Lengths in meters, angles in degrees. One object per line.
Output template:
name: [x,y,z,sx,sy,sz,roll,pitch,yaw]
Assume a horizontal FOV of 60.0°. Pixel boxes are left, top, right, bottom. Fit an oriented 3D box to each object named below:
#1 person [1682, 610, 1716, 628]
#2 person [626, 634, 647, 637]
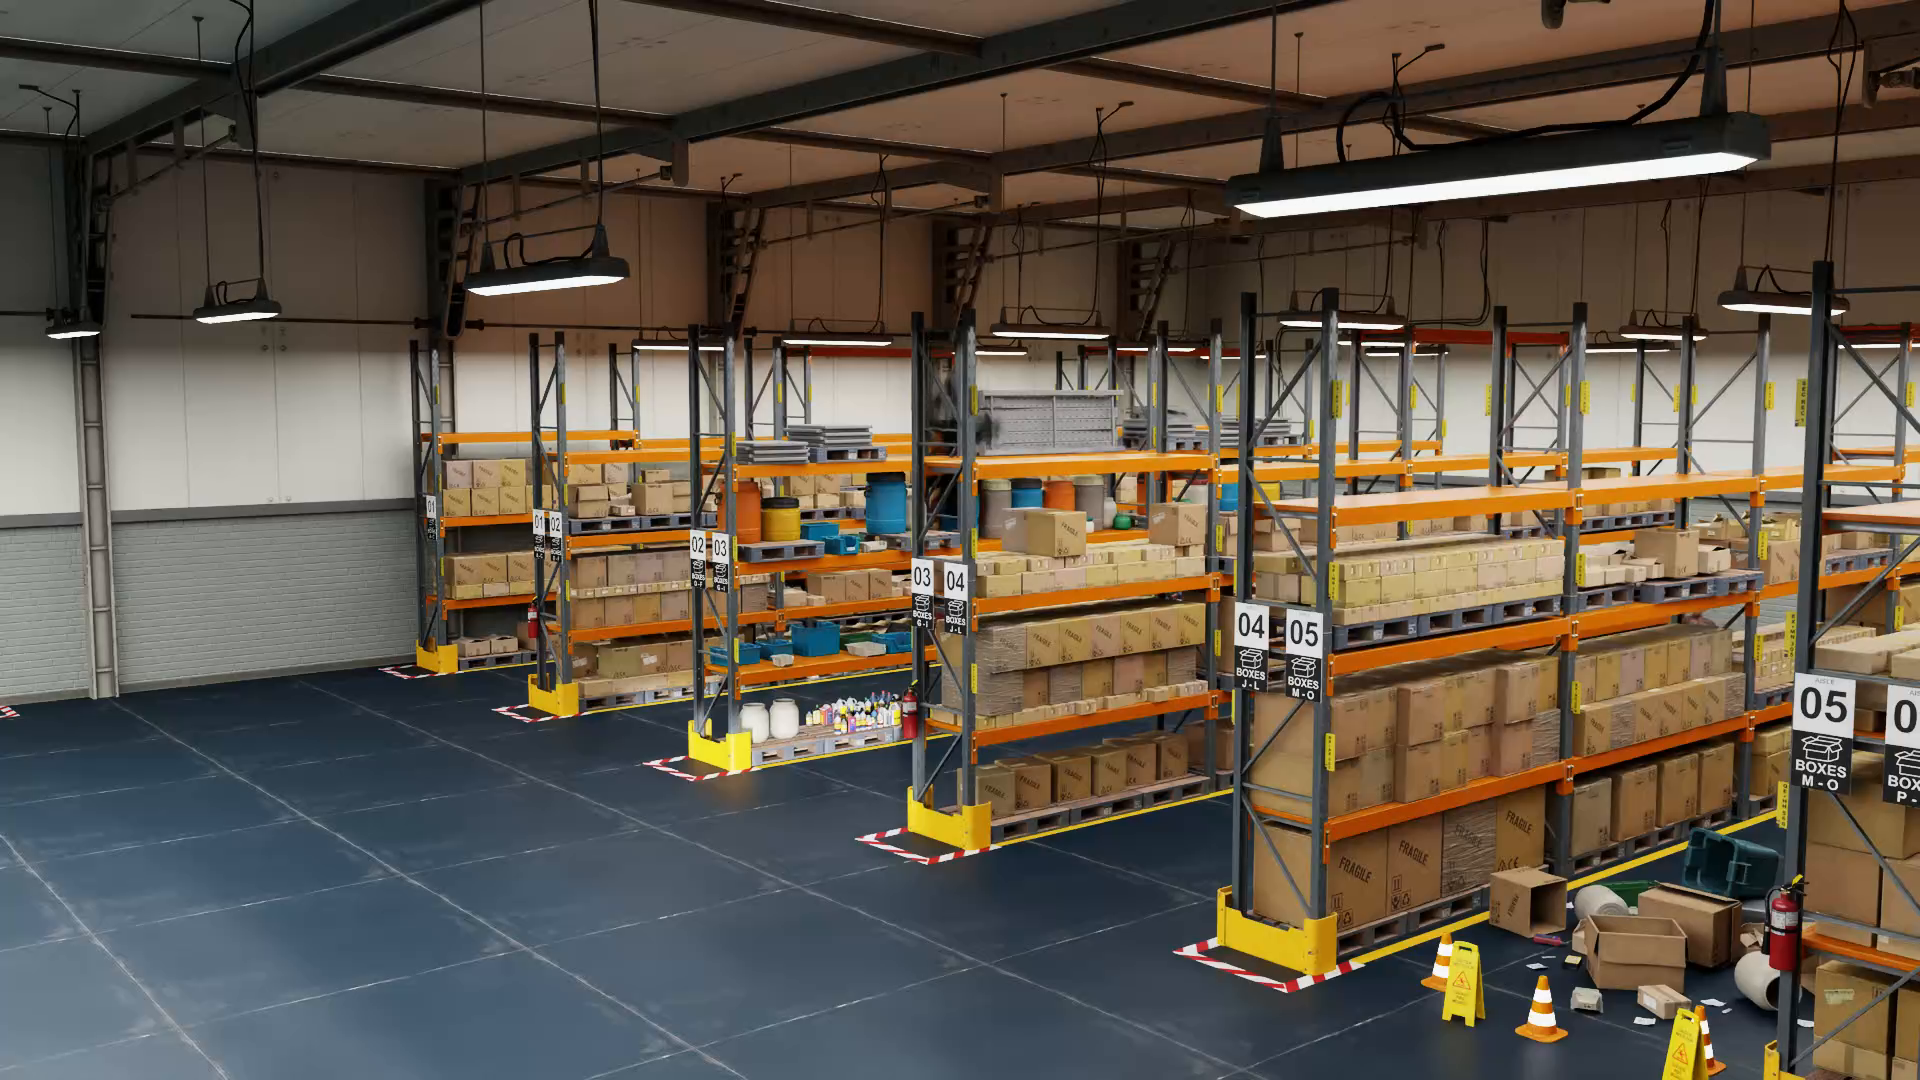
person: [11.560,1.860,26.225,0.679,1.801,0.774,5,7,41]
person: [-5.670,1.587,29.252,0.631,1.850,0.768,5,7,43]
